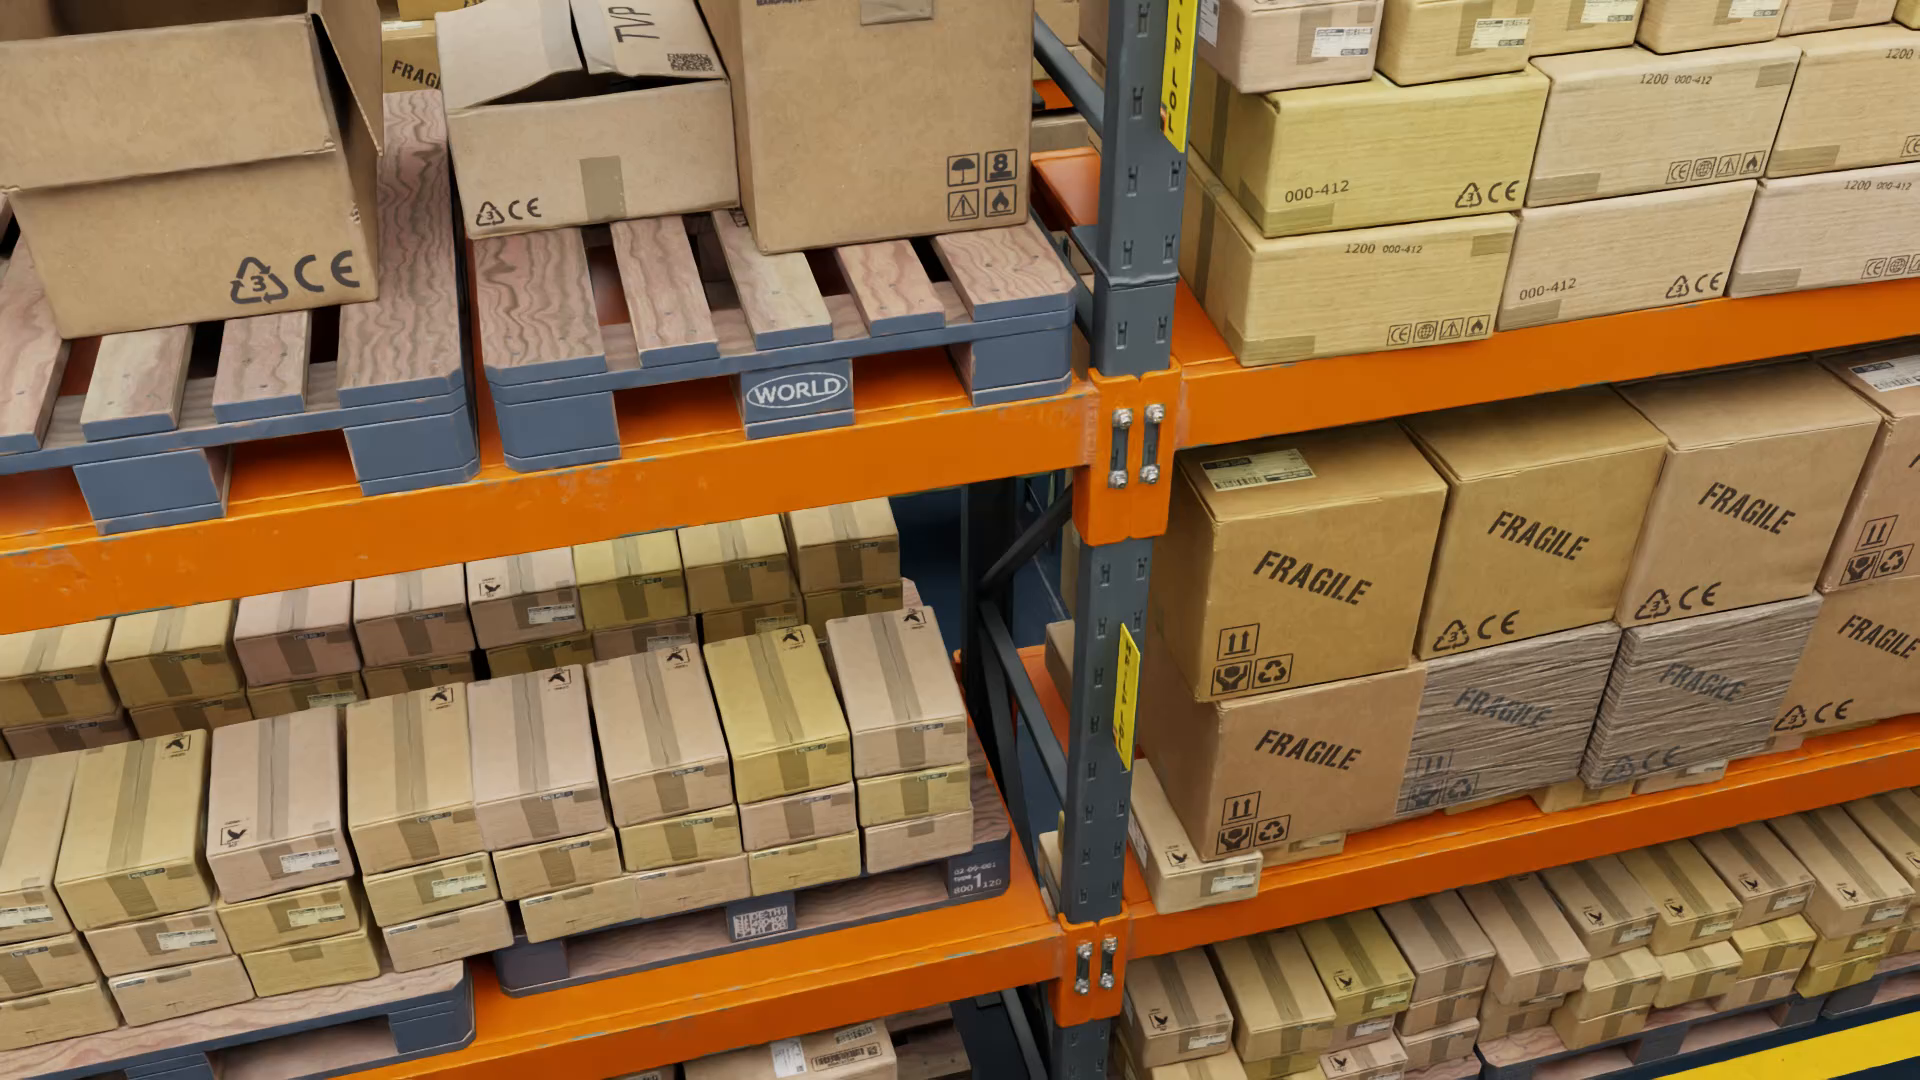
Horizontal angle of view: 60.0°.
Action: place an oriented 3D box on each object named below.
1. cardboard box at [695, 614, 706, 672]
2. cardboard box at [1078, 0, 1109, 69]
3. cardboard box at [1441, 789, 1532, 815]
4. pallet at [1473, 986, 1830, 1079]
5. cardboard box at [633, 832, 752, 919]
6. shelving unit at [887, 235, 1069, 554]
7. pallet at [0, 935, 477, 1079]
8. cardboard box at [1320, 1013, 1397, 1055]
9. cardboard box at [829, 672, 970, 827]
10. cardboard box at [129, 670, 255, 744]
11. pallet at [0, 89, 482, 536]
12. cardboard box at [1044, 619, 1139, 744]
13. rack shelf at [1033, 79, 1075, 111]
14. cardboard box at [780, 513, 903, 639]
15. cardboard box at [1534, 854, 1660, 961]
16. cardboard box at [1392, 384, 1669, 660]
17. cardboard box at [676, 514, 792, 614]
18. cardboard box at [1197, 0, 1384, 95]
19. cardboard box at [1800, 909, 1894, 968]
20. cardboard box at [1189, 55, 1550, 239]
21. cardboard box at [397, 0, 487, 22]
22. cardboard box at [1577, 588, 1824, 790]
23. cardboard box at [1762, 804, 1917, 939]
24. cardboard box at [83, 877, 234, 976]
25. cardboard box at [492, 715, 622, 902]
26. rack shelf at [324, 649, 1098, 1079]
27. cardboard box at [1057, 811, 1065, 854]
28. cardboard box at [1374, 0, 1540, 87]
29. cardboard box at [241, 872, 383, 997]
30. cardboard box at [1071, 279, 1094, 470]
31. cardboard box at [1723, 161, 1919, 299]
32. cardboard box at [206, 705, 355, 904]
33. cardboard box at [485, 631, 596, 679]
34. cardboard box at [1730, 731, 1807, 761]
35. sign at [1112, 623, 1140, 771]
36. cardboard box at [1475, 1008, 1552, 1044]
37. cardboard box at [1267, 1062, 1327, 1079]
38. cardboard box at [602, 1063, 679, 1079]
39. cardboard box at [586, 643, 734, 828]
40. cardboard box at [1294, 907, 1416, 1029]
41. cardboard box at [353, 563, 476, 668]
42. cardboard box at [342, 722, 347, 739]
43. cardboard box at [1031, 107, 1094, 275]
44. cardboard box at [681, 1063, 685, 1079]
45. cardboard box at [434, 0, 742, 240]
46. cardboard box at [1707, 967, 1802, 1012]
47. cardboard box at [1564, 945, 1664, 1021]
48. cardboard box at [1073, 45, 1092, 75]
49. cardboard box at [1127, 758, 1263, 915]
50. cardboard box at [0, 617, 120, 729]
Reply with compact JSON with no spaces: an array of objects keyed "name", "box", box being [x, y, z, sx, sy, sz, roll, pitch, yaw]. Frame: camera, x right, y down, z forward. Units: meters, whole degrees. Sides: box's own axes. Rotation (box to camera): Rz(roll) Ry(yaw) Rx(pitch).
[{"name":"cardboard box","box":[-0.575,0.232,4.339,0.250,0.149,0.380,-9,38,-11]},{"name":"cardboard box","box":[0.570,-1.093,3.454,0.500,0.250,0.500,-11,39,-14]},{"name":"cardboard box","box":[1.287,0.509,4.323,0.250,0.149,0.380,-11,39,-14]},{"name":"pallet","box":[2.010,1.244,5.450,1.213,0.211,1.003,-9,38,-12]},{"name":"cardboard box","box":[-0.633,0.651,3.791,0.250,0.149,0.380,-9,38,-12]},{"name":"shelving unit","box":[-0.006,-0.595,6.793,0.755,1.500,0.431,-9,38,-12]},{"name":"pallet","box":[-1.770,0.831,3.852,1.213,0.211,1.003,-9,38,-12]},{"name":"cardboard box","box":[1.071,1.284,4.858,0.250,0.149,0.380,-10,38,-12]},{"name":"cardboard box","box":[-0.142,0.453,3.805,0.250,0.149,0.380,-8,38,-11]},{"name":"cardboard box","box":[-1.819,0.316,3.985,0.250,0.149,0.380,-10,39,-13]},{"name":"pallet","box":[-1.433,-0.456,3.063,1.003,0.211,1.213,-9,38,-12]},{"name":"cardboard box","box":[0.406,0.376,4.496,0.250,0.149,0.380,-10,38,-12]},{"name":"rack shelf","box":[0.926,-2.497,8.638,4.000,0.370,1.077,-9,38,-12]},{"name":"cardboard box","box":[-0.309,0.067,4.310,0.250,0.149,0.380,-9,38,-11]},{"name":"cardboard box","box":[1.845,1.039,4.934,0.250,0.149,0.380,-11,39,-14]},{"name":"cardboard box","box":[1.187,-0.115,3.782,0.500,0.500,0.500,-10,39,-13]},{"name":"cardboard box","box":[-0.577,-0.004,4.157,0.250,0.149,0.380,-8,38,-11]},{"name":"cardboard box","box":[0.535,-0.933,2.917,0.250,0.149,0.380,-10,39,-13]},{"name":"cardboard box","box":[2.620,1.097,5.103,0.250,0.149,0.380,-9,38,-11]},{"name":"cardboard box","box":[0.718,-0.807,3.079,0.500,0.250,0.500,-8,38,-10]},{"name":"cardboard box","box":[-2.285,-2.696,7.398,0.637,0.503,0.797,-9,38,-11]},{"name":"cardboard box","box":[1.706,0.229,4.154,0.500,0.500,0.500,-10,39,-13]},{"name":"cardboard box","box":[2.622,0.988,5.001,0.250,0.149,0.380,-8,38,-10]},{"name":"cardboard box","box":[-1.649,0.699,3.484,0.250,0.149,0.380,-8,38,-10]},{"name":"cardboard box","box":[-0.899,0.579,3.641,0.250,0.149,0.380,-11,39,-13]},{"name":"rack shelf","box":[-1.740,1.062,3.985,4.000,0.370,1.077,-9,38,-12]},{"name":"cardboard box","box":[0.467,0.979,5.012,0.250,0.149,0.380,-8,38,-11]},{"name":"cardboard box","box":[0.807,-0.957,2.947,0.250,0.149,0.380,-11,39,-14]},{"name":"cardboard box","box":[-1.398,0.780,3.623,0.250,0.149,0.380,-8,38,-10]},{"name":"cardboard box","box":[0.574,-0.329,4.061,0.500,0.500,0.500,-11,39,-14]},{"name":"cardboard box","box":[1.696,-0.747,3.412,0.500,0.250,0.500,-8,38,-10]},{"name":"cardboard box","box":[-1.404,0.540,3.447,0.250,0.149,0.380,-11,39,-14]},{"name":"cardboard box","box":[-1.059,0.192,4.147,0.250,0.149,0.380,-11,39,-14]},{"name":"cardboard box","box":[2.055,0.399,4.466,0.250,0.149,0.380,-8,38,-10]},{"name":"sign","box":[0.339,0.324,3.404,0.005,0.325,0.100,-9,38,-12]},{"name":"cardboard box","box":[1.592,1.311,5.068,0.250,0.149,0.380,-11,39,-14]},{"name":"cardboard box","box":[0.883,1.513,4.804,0.250,0.149,0.380,-8,38,-11]},{"name":"cardboard box","box":[-0.962,1.327,4.141,0.500,0.250,0.500,-8,38,-10]},{"name":"cardboard box","box":[-0.655,0.417,3.608,0.250,0.149,0.380,-11,39,-13]},{"name":"cardboard box","box":[1.090,1.178,4.753,0.250,0.149,0.380,-10,39,-13]},{"name":"cardboard box","box":[-1.314,0.114,4.003,0.250,0.149,0.380,-10,38,-12]},{"name":"cardboard box","box":[-1.569,0.395,4.126,0.250,0.149,0.380,-10,39,-13]},{"name":"cardboard box","box":[0.522,-1.989,8.785,0.875,0.875,0.875,-9,38,-12]},{"name":"cardboard box","box":[-0.592,1.247,4.863,0.500,0.500,0.500,-8,38,-10]},{"name":"cardboard box","box":[-0.713,-0.847,3.148,0.500,0.311,0.500,-10,39,-13]},{"name":"cardboard box","box":[2.365,1.244,5.156,0.250,0.149,0.380,-9,38,-11]},{"name":"cardboard box","box":[1.864,1.211,4.954,0.250,0.149,0.380,-10,38,-12]},{"name":"cardboard box","box":[0.619,-2.424,8.156,0.250,0.149,0.380,-9,38,-11]},{"name":"cardboard box","box":[0.550,0.706,4.065,0.250,0.149,0.380,-8,38,-10]},{"name":"cardboard box","box":[-2.068,0.240,3.840,0.250,0.149,0.380,-8,38,-10]}]
